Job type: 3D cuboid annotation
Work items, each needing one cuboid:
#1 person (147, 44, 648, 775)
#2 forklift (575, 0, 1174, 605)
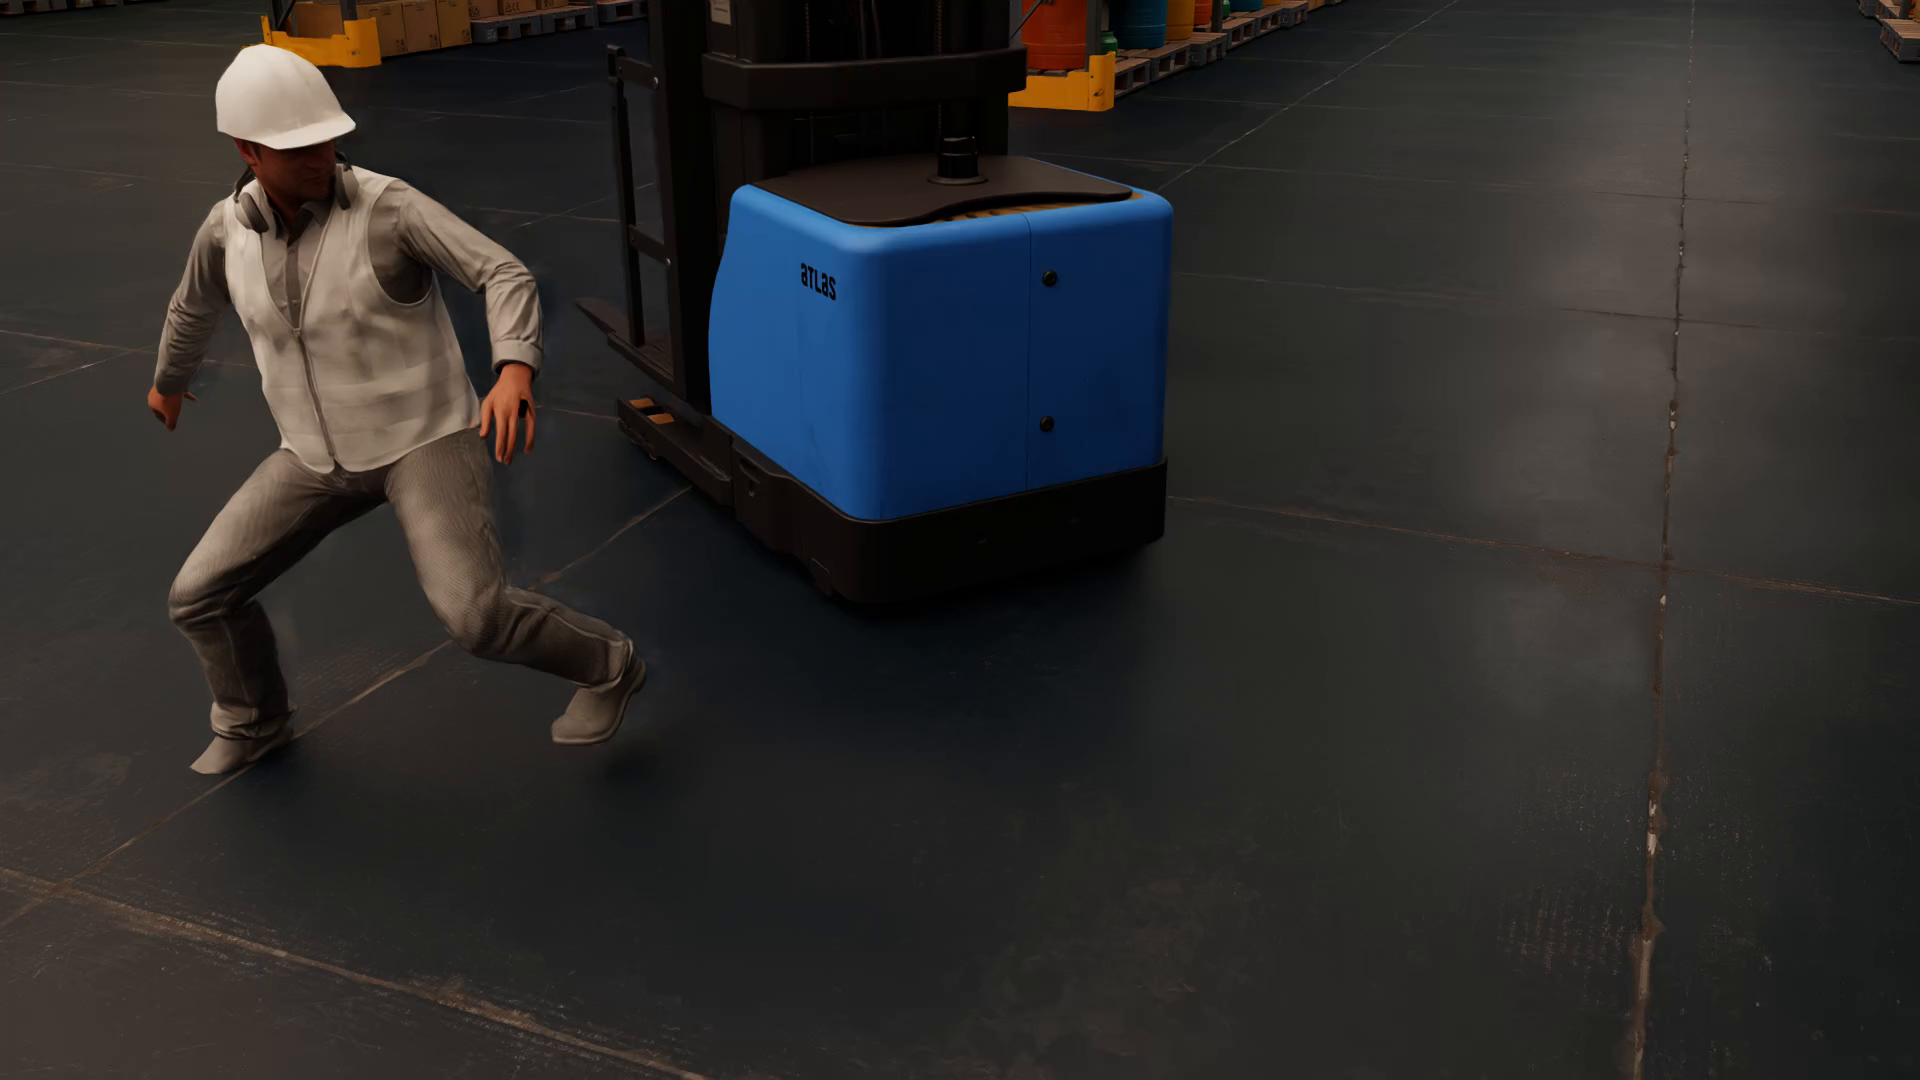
[{"bbox_3d":[-1.349,-0.210,3.599,1.162,1.679,0.526,6,23,15],"label":"person"},{"bbox_3d":[-0.558,-1.703,5.367,1.130,2.935,3.031,-12,26,-27],"label":"forklift"}]
